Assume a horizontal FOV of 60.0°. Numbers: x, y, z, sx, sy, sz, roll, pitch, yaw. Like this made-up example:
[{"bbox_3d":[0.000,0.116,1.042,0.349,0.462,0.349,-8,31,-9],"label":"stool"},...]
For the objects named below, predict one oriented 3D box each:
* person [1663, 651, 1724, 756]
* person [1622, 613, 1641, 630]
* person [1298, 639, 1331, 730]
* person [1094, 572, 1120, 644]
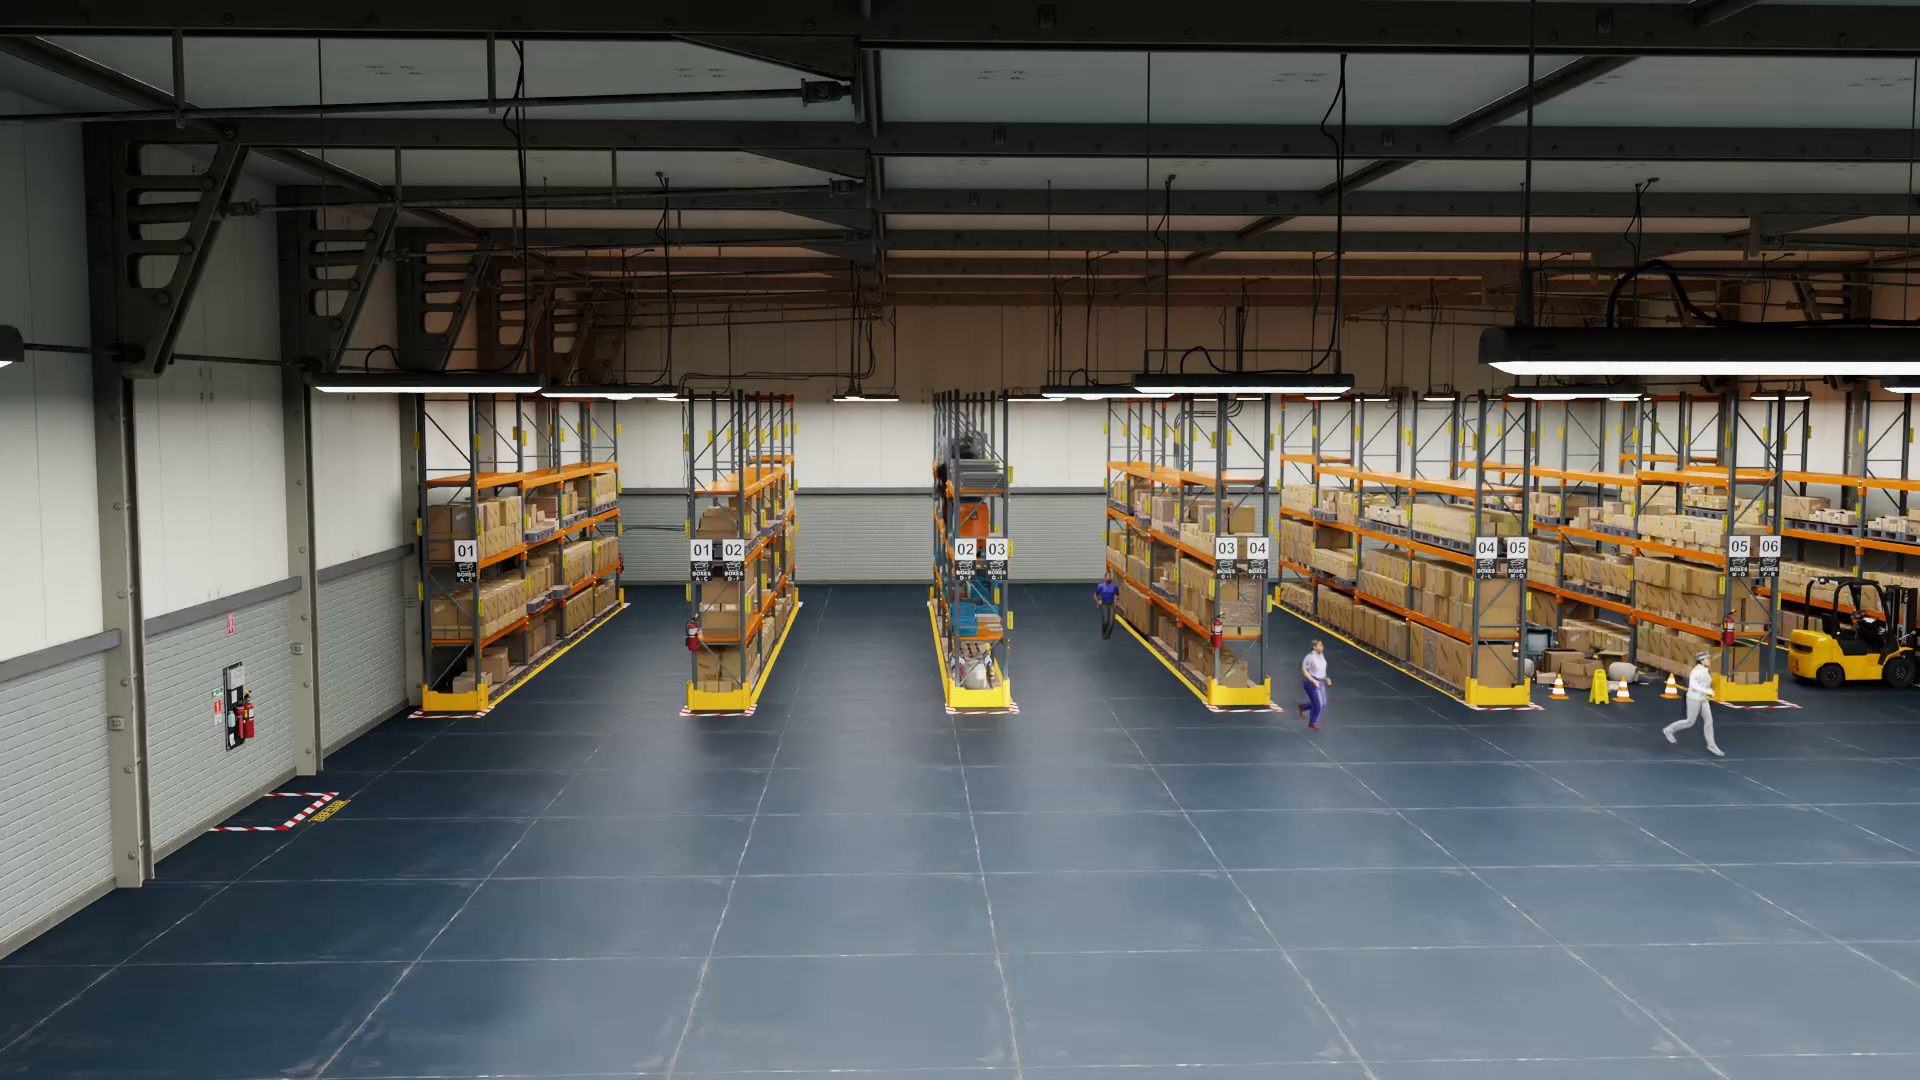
[{"bbox_3d":[12.129,2.648,27.429,0.980,1.695,0.637,4,6,41],"label":"person"},{"bbox_3d":[16.546,1.541,40.898,0.651,1.688,0.607,0,5,-5],"label":"person"},{"bbox_3d":[6.210,2.542,29.422,0.571,1.603,0.589,4,6,41],"label":"person"},{"bbox_3d":[3.376,1.554,37.953,0.586,1.631,0.505,0,5,-5],"label":"person"}]
